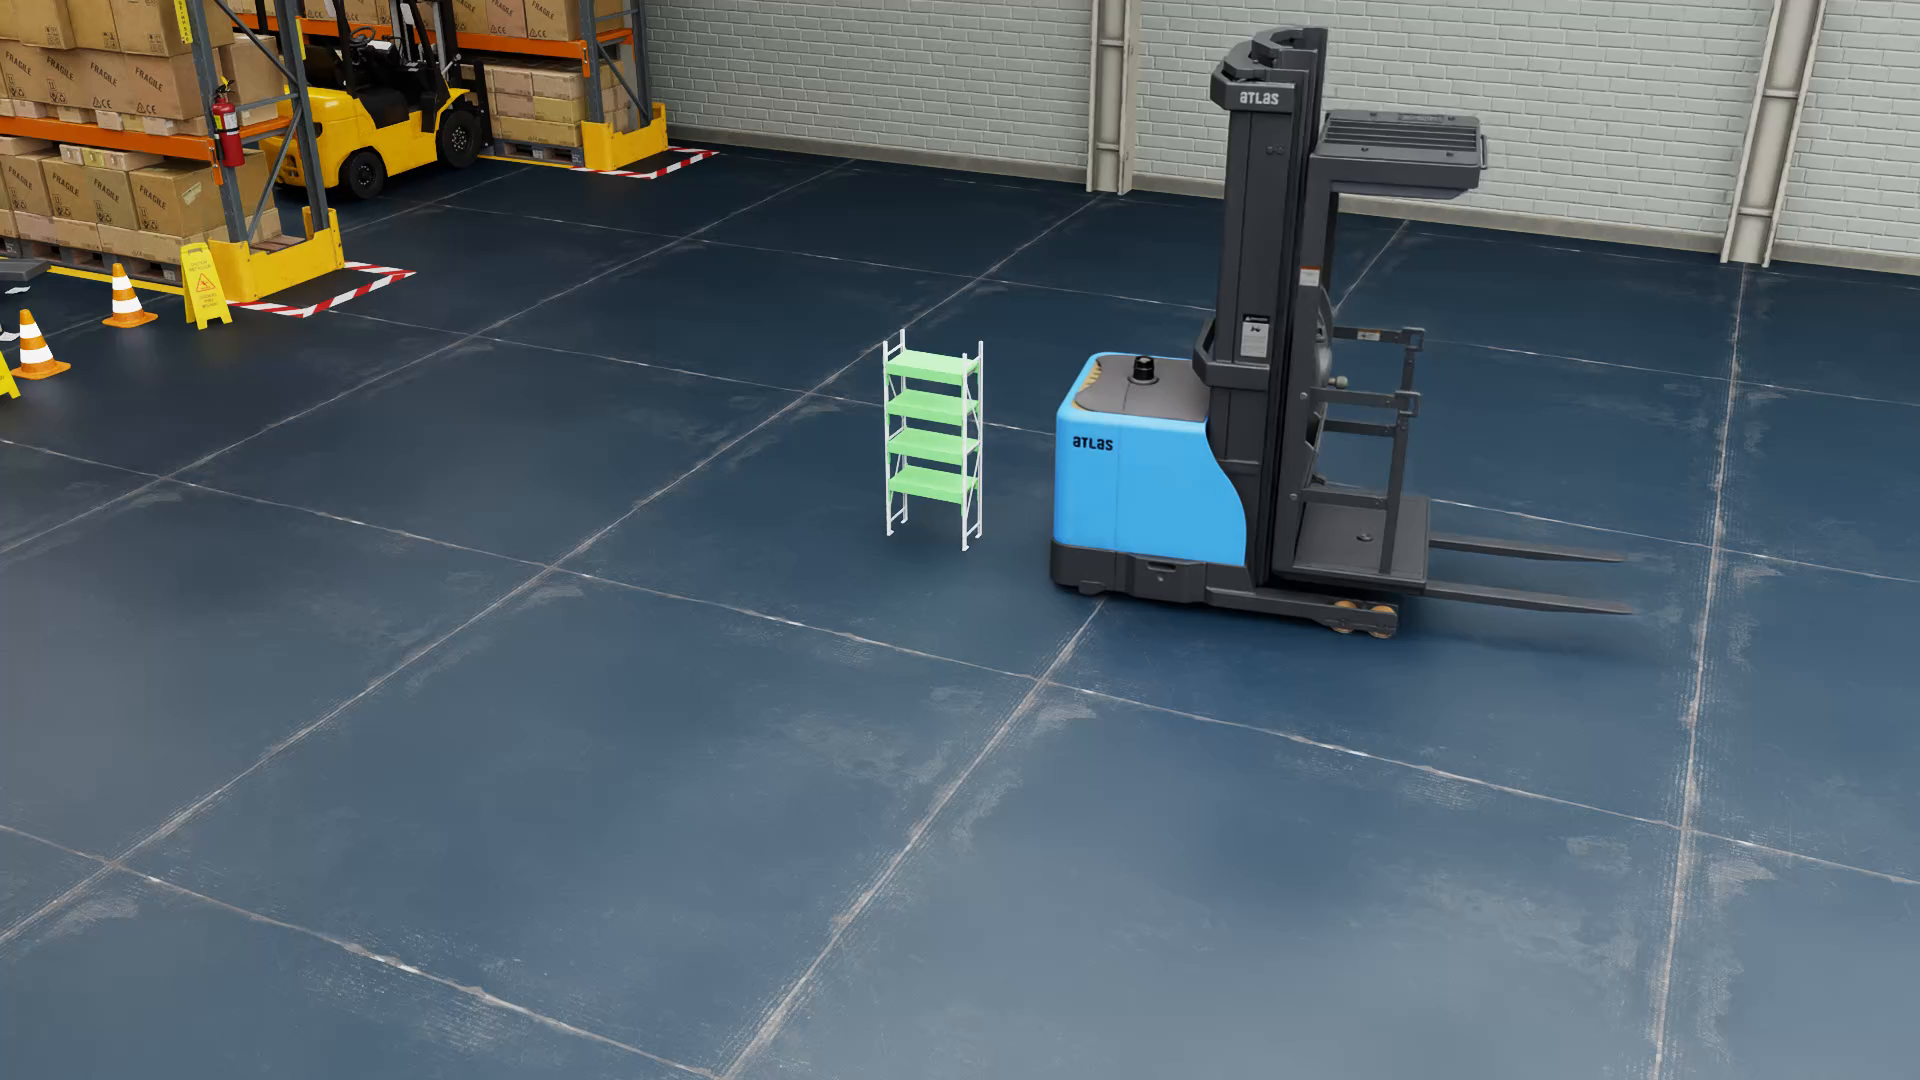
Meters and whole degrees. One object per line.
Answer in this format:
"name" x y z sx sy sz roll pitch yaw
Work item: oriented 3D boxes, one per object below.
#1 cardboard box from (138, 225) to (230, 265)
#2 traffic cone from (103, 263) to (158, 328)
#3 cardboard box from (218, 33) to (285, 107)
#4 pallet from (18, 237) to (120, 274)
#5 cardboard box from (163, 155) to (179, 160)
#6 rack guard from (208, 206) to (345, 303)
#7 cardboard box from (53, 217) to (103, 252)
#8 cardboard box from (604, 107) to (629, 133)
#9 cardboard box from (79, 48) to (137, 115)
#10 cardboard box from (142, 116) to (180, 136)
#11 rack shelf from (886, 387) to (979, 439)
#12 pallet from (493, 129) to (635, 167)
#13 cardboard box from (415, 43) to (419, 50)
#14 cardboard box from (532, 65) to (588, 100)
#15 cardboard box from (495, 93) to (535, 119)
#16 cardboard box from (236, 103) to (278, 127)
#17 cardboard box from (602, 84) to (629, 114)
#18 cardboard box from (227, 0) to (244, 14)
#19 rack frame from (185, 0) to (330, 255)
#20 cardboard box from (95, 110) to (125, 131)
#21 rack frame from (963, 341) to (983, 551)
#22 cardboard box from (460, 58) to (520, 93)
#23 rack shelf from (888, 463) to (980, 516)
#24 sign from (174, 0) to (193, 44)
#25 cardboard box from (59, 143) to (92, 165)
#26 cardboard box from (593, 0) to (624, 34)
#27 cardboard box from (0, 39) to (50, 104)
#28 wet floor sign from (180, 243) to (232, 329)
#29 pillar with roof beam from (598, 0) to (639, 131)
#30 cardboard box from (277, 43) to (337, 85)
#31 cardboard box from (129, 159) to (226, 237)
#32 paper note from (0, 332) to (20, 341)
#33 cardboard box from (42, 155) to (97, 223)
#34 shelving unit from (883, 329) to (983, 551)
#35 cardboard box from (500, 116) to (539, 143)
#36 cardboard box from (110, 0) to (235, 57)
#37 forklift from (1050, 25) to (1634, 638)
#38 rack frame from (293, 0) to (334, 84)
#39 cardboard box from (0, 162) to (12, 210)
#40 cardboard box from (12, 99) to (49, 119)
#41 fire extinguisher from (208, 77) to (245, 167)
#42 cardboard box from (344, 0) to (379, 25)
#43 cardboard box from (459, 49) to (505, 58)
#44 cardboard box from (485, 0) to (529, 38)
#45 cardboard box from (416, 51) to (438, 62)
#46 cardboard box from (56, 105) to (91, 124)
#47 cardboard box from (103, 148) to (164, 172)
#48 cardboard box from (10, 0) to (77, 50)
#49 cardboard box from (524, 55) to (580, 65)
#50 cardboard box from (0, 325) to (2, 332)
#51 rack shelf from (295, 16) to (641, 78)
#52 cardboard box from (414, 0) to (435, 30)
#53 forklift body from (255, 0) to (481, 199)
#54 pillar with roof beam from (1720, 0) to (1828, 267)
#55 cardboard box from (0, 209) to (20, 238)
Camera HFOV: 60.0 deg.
"cardboard box" -6.592 -2.546 14.163 0.500 0.250 0.500 11 28 22
"traffic cone" -6.649 -1.969 13.226 0.334 0.463 0.336 11 28 22
"cardboard box" -6.040 -3.924 13.874 0.500 0.500 0.500 11 28 21
"pallet" -7.624 -2.697 14.988 1.213 0.211 1.003 11 28 22
"cardboard box" -6.843 -3.195 14.633 0.500 0.500 0.500 10 28 20
"rack guard" -5.792 -2.440 14.140 0.348 0.500 1.175 11 28 22
"cardboard box" -7.517 -2.733 14.543 0.500 0.250 0.500 10 28 20
"cardboard box" -4.038 -4.667 18.471 0.500 0.250 0.500 11 28 22
"cardboard box" -6.785 -3.808 13.638 0.500 0.500 0.500 11 28 22
"cardboard box" -6.429 -3.419 13.582 0.250 0.149 0.380 11 28 21
"rack shelf" -0.151 -0.727 9.469 0.480 0.148 0.258 11 28 22
"pallet" -4.385 -4.416 18.480 1.213 0.211 1.003 11 28 22
"cardboard box" -6.318 -5.580 19.193 0.500 0.250 0.500 11 28 21
"cardboard box" -4.220 -4.906 17.825 0.500 0.250 0.500 12 29 24
"cardboard box" -4.696 -4.782 18.139 0.500 0.250 0.500 11 28 21
"cardboard box" -5.947 -3.580 13.910 0.250 0.149 0.380 11 28 22
"cardboard box" -4.014 -4.893 18.363 0.500 0.250 0.500 12 29 23
"cardboard box" -8.340 -6.285 19.289 0.500 0.250 0.500 11 28 22
"rack frame" -5.723 -3.547 13.559 0.127 3.000 1.000 11 28 22
"cardboard box" -6.900 -3.509 13.766 0.250 0.149 0.380 12 29 23
"rack frame" 0.071 -0.524 9.456 0.015 1.200 0.240 11 28 22
"cardboard box" -5.151 -5.085 18.189 0.500 0.250 0.500 12 29 22
"rack shelf" -0.151 -0.296 9.681 0.480 0.148 0.258 11 28 22
"sign" -5.971 -3.989 12.788 0.005 0.325 0.100 11 28 22
"cardboard box" -7.389 -3.308 14.126 0.250 0.149 0.380 13 29 24
"cardboard box" -4.008 -5.791 18.003 0.500 0.500 0.500 12 29 23
"cardboard box" -7.693 -4.001 14.030 0.500 0.500 0.500 12 29 22
"wet floor sign" -5.993 -2.026 13.135 0.232 0.644 0.267 23 35 39
"pillar with roof beam" -5.715 -6.994 13.768 0.400 9.000 9.100 11 28 22
"cardboard box" -7.793 -5.489 19.716 0.625 0.625 0.875 13 29 24
"cardboard box" -6.560 -2.880 13.993 0.500 0.500 0.500 12 28 22
"paper note" -7.408 -1.588 12.941 0.142 0.019 0.148 2 26 4
"cardboard box" -7.493 -3.069 14.377 0.500 0.500 0.500 11 28 21
"shelving unit" -0.151 -0.569 9.546 0.503 1.200 0.258 11 28 22
"cardboard box" -4.679 -4.552 18.238 0.500 0.250 0.500 11 28 22
"cardboard box" -6.279 -4.180 13.262 0.500 0.500 0.700 11 28 21
"forklift" 2.070 -1.063 8.591 3.031 2.935 1.130 7 27 14
"rack frame" -7.313 -6.275 19.100 0.127 3.000 1.000 11 28 22
"cardboard box" -8.447 -3.260 14.765 0.500 0.500 0.500 13 29 24
"cardboard box" -7.809 -3.707 14.168 0.250 0.149 0.380 11 28 22
"fire extinguisher" -5.810 -3.306 13.158 0.183 0.674 0.296 11 28 22
"cardboard box" -6.536 -6.045 18.520 0.500 0.500 0.500 12 29 23
"cardboard box" -5.402 -5.393 18.814 0.500 0.250 0.500 11 28 21
"cardboard box" -4.697 -5.672 17.761 0.500 0.500 0.500 12 29 23
"cardboard box" -6.084 -5.280 18.584 0.500 0.250 0.500 12 29 24
"cardboard box" -7.345 -3.623 13.997 0.250 0.149 0.380 11 28 21
"cardboard box" -6.922 -3.211 13.931 0.250 0.149 0.380 12 29 23
"cardboard box" -7.243 -4.327 13.562 0.500 0.500 0.700 11 28 21
"cardboard box" -4.487 -5.201 18.424 0.500 0.250 0.500 11 28 22
"cardboard box" -7.752 -1.696 13.026 0.380 0.149 0.250 -18 31 -31
"rack shelf" -5.492 -5.587 18.516 4.000 0.370 1.077 11 28 22
"cardboard box" -5.626 -5.853 18.129 0.500 0.500 0.500 12 28 22
"forklift body" -6.153 -4.776 17.016 1.214 2.155 2.313 11 28 22
"pillar with roof beam" 5.209 -4.800 9.312 0.400 9.000 9.100 11 28 22
"cardboard box" -8.448 -2.924 14.931 0.500 0.250 0.500 13 29 25
